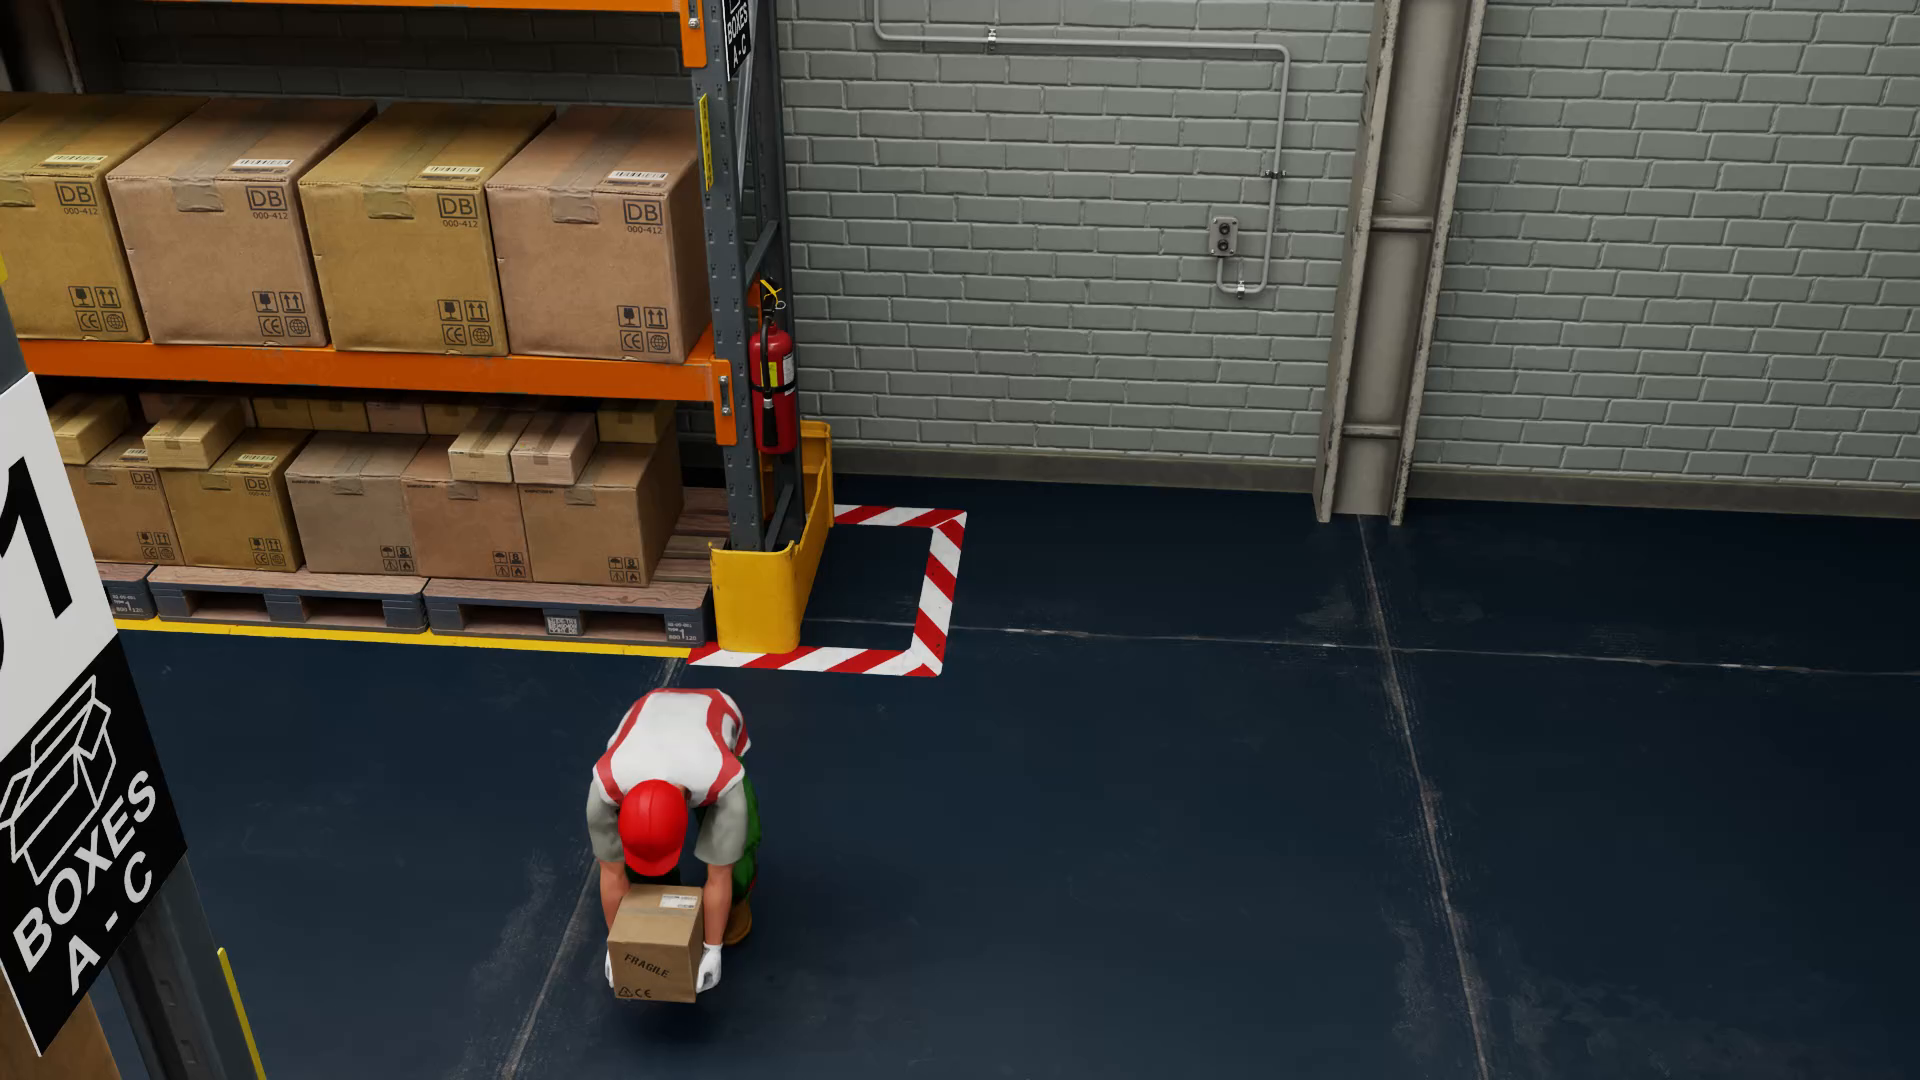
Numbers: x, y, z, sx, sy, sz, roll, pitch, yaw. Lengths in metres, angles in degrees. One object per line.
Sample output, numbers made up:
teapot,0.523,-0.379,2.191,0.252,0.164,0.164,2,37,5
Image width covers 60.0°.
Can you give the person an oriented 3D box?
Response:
person,-0.910,0.950,5.337,0.533,0.989,0.933,1,32,2
